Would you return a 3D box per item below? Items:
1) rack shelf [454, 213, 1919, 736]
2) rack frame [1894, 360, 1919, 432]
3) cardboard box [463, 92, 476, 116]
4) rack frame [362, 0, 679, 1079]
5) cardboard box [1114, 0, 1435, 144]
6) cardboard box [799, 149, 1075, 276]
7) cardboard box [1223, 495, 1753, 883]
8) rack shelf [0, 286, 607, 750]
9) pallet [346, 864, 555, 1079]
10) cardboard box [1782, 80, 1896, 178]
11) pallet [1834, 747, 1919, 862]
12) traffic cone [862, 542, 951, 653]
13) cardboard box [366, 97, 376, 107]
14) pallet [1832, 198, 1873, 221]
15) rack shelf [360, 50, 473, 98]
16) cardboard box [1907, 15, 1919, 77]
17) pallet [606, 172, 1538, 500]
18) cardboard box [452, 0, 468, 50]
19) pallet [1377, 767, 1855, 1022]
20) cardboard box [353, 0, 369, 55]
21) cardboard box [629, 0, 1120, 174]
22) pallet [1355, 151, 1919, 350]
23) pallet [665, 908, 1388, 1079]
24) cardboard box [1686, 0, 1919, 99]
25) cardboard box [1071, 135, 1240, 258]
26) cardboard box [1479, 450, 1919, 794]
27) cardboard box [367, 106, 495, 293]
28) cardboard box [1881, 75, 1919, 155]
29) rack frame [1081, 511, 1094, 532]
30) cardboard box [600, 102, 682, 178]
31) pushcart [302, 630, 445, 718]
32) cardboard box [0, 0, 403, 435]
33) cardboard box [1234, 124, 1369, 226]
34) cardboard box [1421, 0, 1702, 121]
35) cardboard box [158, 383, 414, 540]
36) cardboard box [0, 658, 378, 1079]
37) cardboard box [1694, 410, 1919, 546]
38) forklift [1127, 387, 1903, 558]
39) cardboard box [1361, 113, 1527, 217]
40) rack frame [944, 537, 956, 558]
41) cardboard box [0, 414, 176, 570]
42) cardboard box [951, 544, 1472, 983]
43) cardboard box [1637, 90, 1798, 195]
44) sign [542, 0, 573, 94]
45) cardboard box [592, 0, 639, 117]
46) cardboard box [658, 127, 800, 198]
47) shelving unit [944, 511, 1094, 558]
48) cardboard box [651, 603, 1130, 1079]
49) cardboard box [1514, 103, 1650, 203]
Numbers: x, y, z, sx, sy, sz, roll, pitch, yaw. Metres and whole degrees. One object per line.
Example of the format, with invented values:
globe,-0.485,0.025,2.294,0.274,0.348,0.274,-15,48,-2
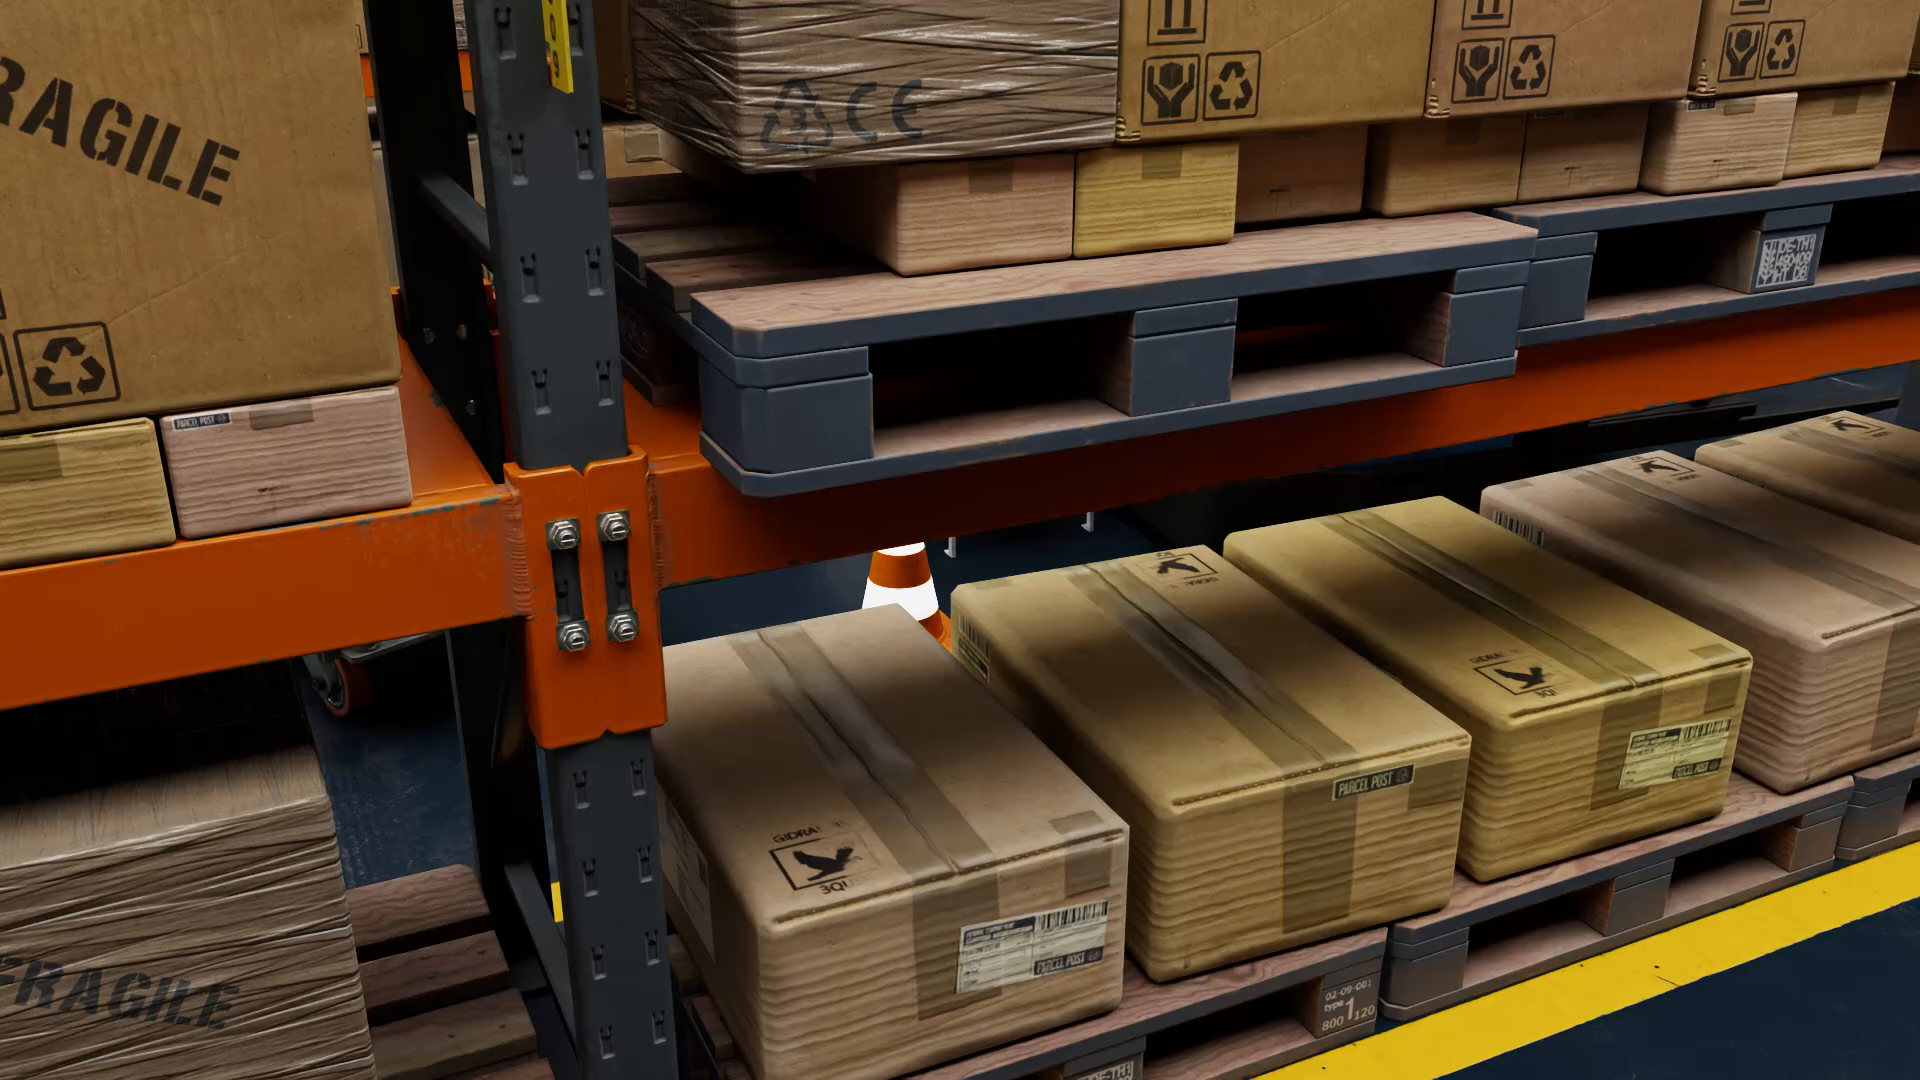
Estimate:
rack shelf,1.126,-0.425,3.296,4.000,0.370,1.077,-10,25,-24
rack frame,2.928,-1.089,3.960,0.127,3.000,1.000,-10,25,-24
cardboard box,-3.469,-3.149,11.629,0.500,0.500,0.700,-13,26,-28
rack frame,-0.676,-0.426,2.357,0.127,3.000,1.000,-10,25,-24
cardboard box,0.322,-0.866,2.351,0.500,0.500,0.500,-10,25,-23
cardboard box,-0.041,-0.487,2.283,0.250,0.149,0.380,-10,25,-23
cardboard box,1.068,0.270,3.562,0.625,0.372,0.950,-10,24,-22
rack shelf,-2.478,0.238,1.693,4.000,0.370,1.077,-10,25,-24
pallet,-1.266,0.986,2.592,1.213,0.211,1.003,-10,25,-24
cardboard box,1.373,-0.747,2.913,0.250,0.149,0.380,-11,25,-25
pallet,2.224,0.328,4.181,1.213,0.211,1.003,-10,25,-24
traffic cone,-0.166,0.058,4.504,0.334,0.463,0.336,-10,25,-24
cardboard box,-3.973,-3.056,11.405,0.500,0.500,0.700,-11,25,-24
pallet,2.333,-0.846,3.622,1.003,0.211,1.213,-10,25,-24
rack shelf,-1.112,-2.114,7.376,4.000,0.370,1.077,-10,25,-24
cardboard box,1.724,-1.122,2.970,0.500,0.500,0.500,-12,25,-27
pallet,0.076,-0.414,2.579,1.213,0.211,1.003,-10,25,-24
cardboard box,-1.868,-2.240,6.608,0.500,0.500,0.500,-10,25,-23
pallet,1.126,0.529,3.696,1.213,0.211,1.003,-10,25,-24
cardboard box,-2.323,-2.156,6.405,0.500,0.500,0.500,-10,25,-23
cardboard box,-0.129,-0.782,2.150,0.500,0.500,0.500,-10,24,-22
pallet,1.163,-0.658,3.169,1.213,0.211,1.003,-10,25,-24
pallet,0.025,0.733,3.203,1.213,0.211,1.003,-10,25,-24
cardboard box,1.232,-1.032,2.752,0.500,0.500,0.500,-12,25,-26
cardboard box,0.188,-0.525,2.376,0.250,0.149,0.380,-10,24,-23
cardboard box,1.754,0.146,3.861,0.625,0.372,0.950,-11,25,-25
cardboard box,-2.393,-1.403,7.111,0.750,0.750,1.050,-11,25,-24
cardboard box,1.564,-0.817,3.082,0.250,0.149,0.380,-10,25,-23
rack frame,0.369,-0.622,5.185,0.015,1.200,0.240,-10,25,-24
cardboard box,-1.522,-1.562,7.494,0.750,0.750,1.050,-10,25,-24
pushcart,-1.710,0.008,4.736,1.648,0.377,0.936,20,30,40
cardboard box,-0.968,-0.450,1.896,0.500,0.500,0.500,-11,25,-25
cardboard box,0.410,-0.598,2.553,0.250,0.149,0.380,-9,24,-20
cardboard box,0.774,-0.943,2.537,0.500,0.500,0.500,-11,25,-24
cardboard box,-0.833,-0.151,2.022,0.250,0.149,0.380,-11,25,-24
cardboard box,-1.092,0.495,2.198,0.500,0.500,0.500,-11,25,-24
cardboard box,2.415,0.021,4.164,0.625,0.372,0.950,-12,25,-27
forklift,1.958,-1.597,5.276,3.031,2.935,1.130,-8,24,-18
cardboard box,0.660,-0.627,2.621,0.250,0.149,0.380,-10,25,-23
rack frame,-0.071,-0.541,4.989,0.015,1.200,0.240,-10,25,-24
cardboard box,-1.055,-0.108,1.917,0.250,0.149,0.380,-10,24,-22
cardboard box,0.442,0.386,3.282,0.625,0.372,0.950,-9,24,-20
cardboard box,1.146,-0.693,2.782,0.250,0.149,0.380,-9,24,-22
sign,-0.434,-0.640,1.742,0.005,0.325,0.100,-10,25,-24
cardboard box,-0.359,-0.959,2.577,0.500,0.500,0.500,-11,25,-25
cardboard box,-0.332,-0.684,2.760,0.250,0.149,0.380,-10,25,-23
shelving unit,0.149,-0.582,5.087,0.503,1.200,0.258,-10,25,-24
cardboard box,-0.204,0.506,2.991,0.625,0.372,0.950,-10,25,-23
cardboard box,0.884,-0.667,2.719,0.250,0.149,0.380,-10,25,-23
